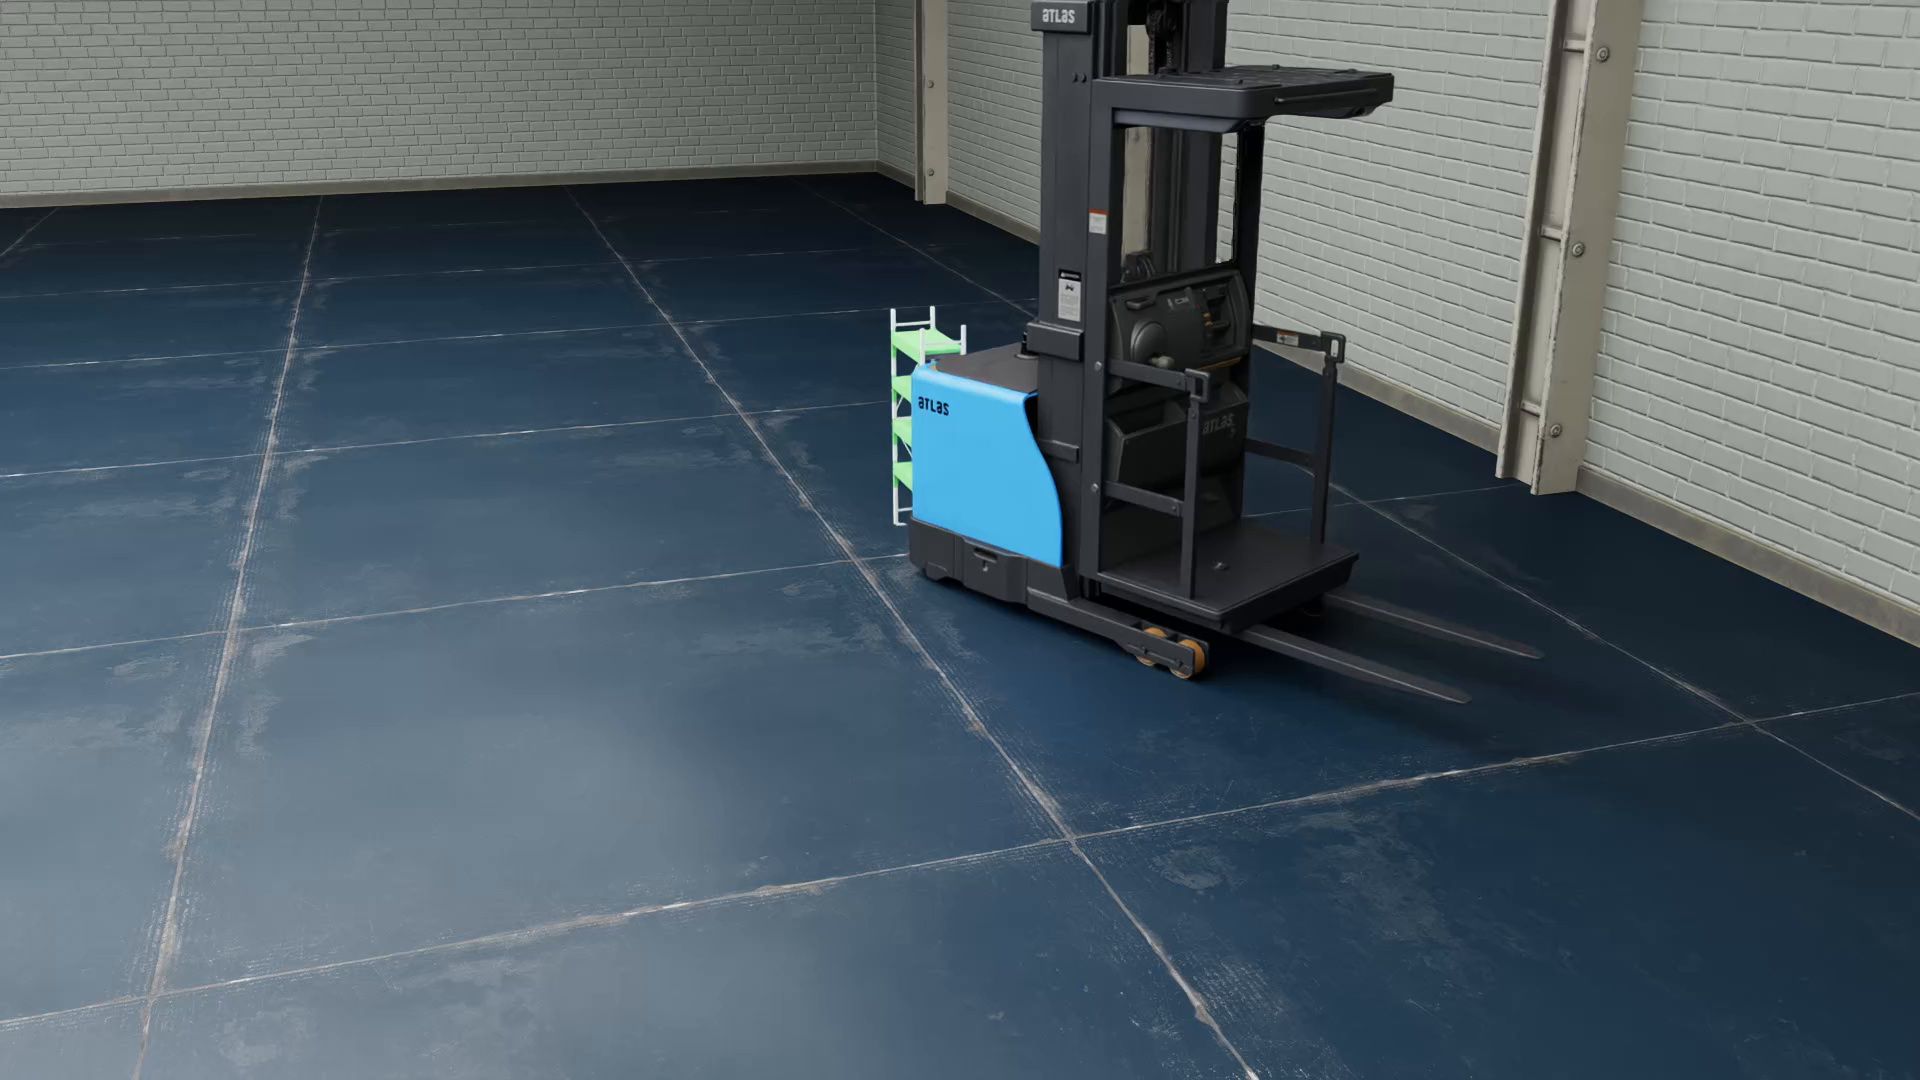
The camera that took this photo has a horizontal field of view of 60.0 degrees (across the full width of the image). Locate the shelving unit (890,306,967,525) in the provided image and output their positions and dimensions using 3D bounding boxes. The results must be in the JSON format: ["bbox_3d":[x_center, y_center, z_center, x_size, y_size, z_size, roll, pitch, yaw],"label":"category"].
[{"bbox_3d":[-0.167,-0.583,8.764,0.258,1.200,0.503,-7,21,-18],"label":"shelving unit"}]

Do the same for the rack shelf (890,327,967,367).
[{"bbox_3d":[-0.167,-0.974,8.623,0.258,0.148,0.480,-7,21,-18],"label":"rack shelf"}]

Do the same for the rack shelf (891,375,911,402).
[{"bbox_3d":[-0.167,-0.749,8.705,0.258,0.148,0.480,-7,21,-18],"label":"rack shelf"}]

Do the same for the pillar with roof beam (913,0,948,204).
[{"bbox_3d":[-4.437,-7.968,17.788,9.100,9.000,0.400,-6,21,-17],"label":"pillar with roof beam"}]

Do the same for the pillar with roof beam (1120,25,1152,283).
[{"bbox_3d":[-2.551,-6.043,12.428,9.100,9.000,0.400,-6,21,-17],"label":"pillar with roof beam"}]

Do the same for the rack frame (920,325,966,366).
[{"bbox_3d":[-0.085,-0.505,8.548,0.240,1.200,0.015,-7,21,-18],"label":"rack frame"}]

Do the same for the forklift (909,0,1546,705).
[{"bbox_3d":[1.140,-0.974,7.291,1.130,2.935,3.031,-19,27,-42],"label":"forklift"}]

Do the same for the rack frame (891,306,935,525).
[{"bbox_3d":[-0.249,-0.661,8.981,0.240,1.200,0.015,-7,21,-18],"label":"rack frame"}]

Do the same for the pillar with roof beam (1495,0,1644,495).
[{"bbox_3d":[-0.666,-4.117,7.067,9.100,9.000,0.400,-6,21,-17],"label":"pillar with roof beam"}]

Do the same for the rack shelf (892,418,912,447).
[{"bbox_3d":[-0.167,-0.523,8.786,0.258,0.148,0.480,-7,21,-18],"label":"rack shelf"}]

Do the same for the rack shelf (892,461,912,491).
[{"bbox_3d":[-0.167,-0.297,8.867,0.258,0.148,0.480,-7,21,-18],"label":"rack shelf"}]
